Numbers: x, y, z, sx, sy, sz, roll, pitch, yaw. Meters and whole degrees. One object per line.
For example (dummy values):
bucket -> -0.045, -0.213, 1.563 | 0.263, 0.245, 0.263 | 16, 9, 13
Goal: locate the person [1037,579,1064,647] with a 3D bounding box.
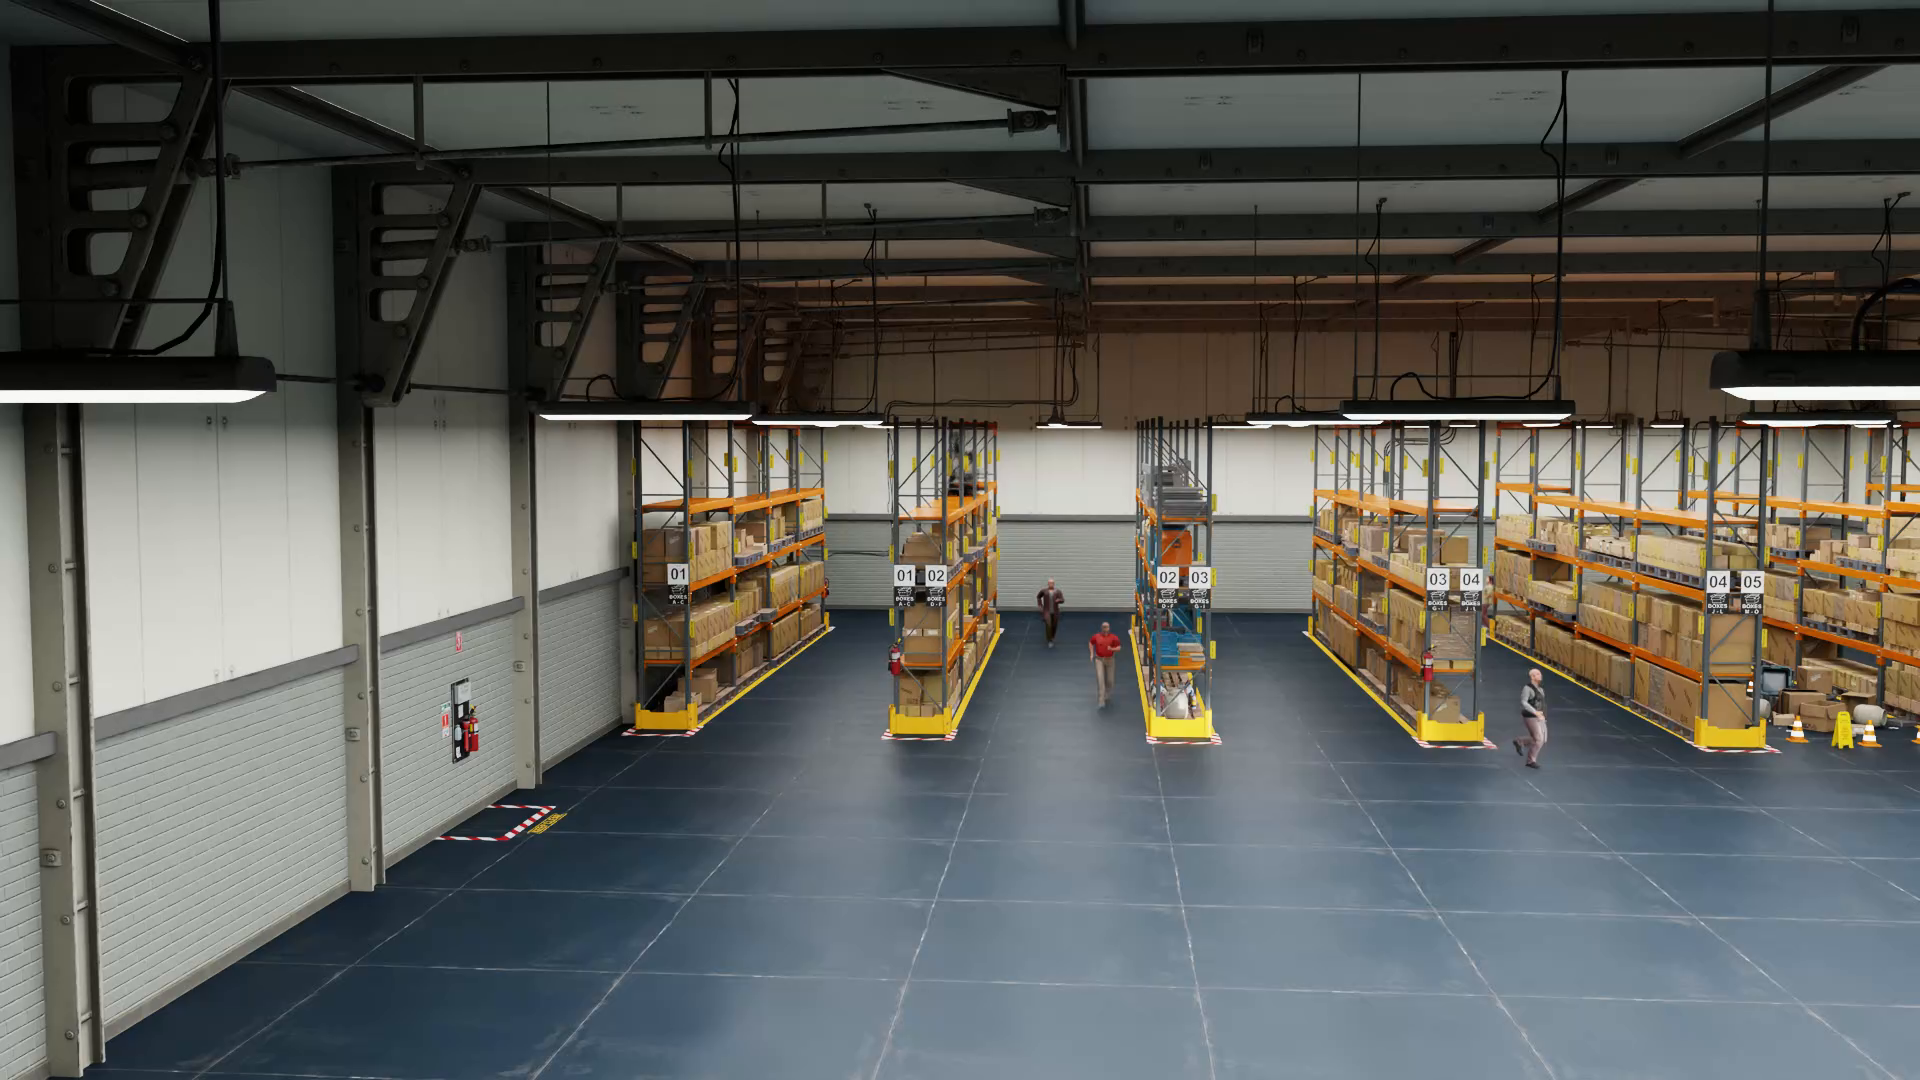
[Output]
person -> 2.419, 1.921, 44.202 | 0.702, 1.764, 1.065 | 0, 4, -6

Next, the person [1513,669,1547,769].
person -> 9.761, 3.035, 28.395 | 0.682, 1.699, 0.668 | -3, 5, -42

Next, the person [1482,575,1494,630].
person -> 15.019, 1.814, 47.646 | 0.547, 1.643, 0.704 | 1, 4, 17

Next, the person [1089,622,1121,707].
person -> 3.037, 2.568, 34.797 | 0.662, 1.716, 0.989 | 0, 4, 1
